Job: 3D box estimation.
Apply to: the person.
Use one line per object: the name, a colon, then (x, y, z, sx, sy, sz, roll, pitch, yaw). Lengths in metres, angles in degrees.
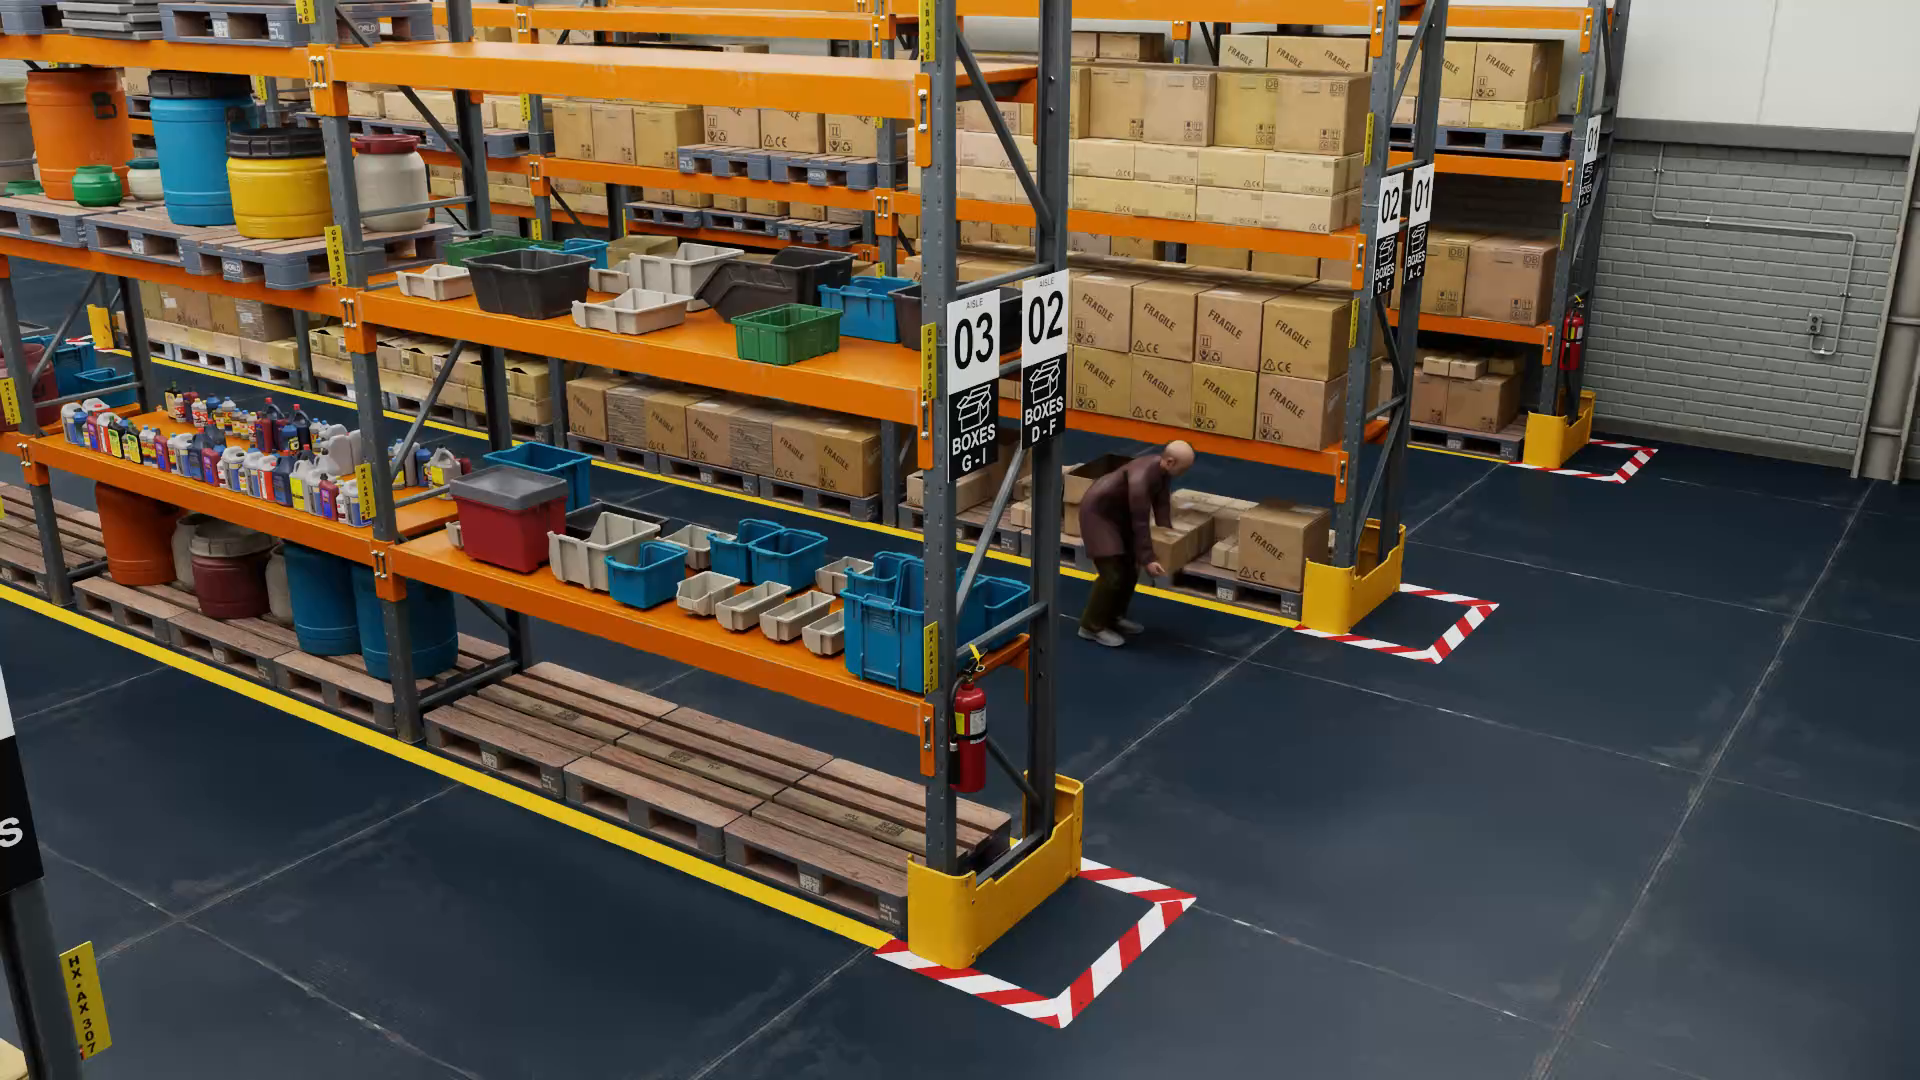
person: (1.208, 0.006, 11.505, 0.806, 1.495, 0.555, 12, 23, 31)
